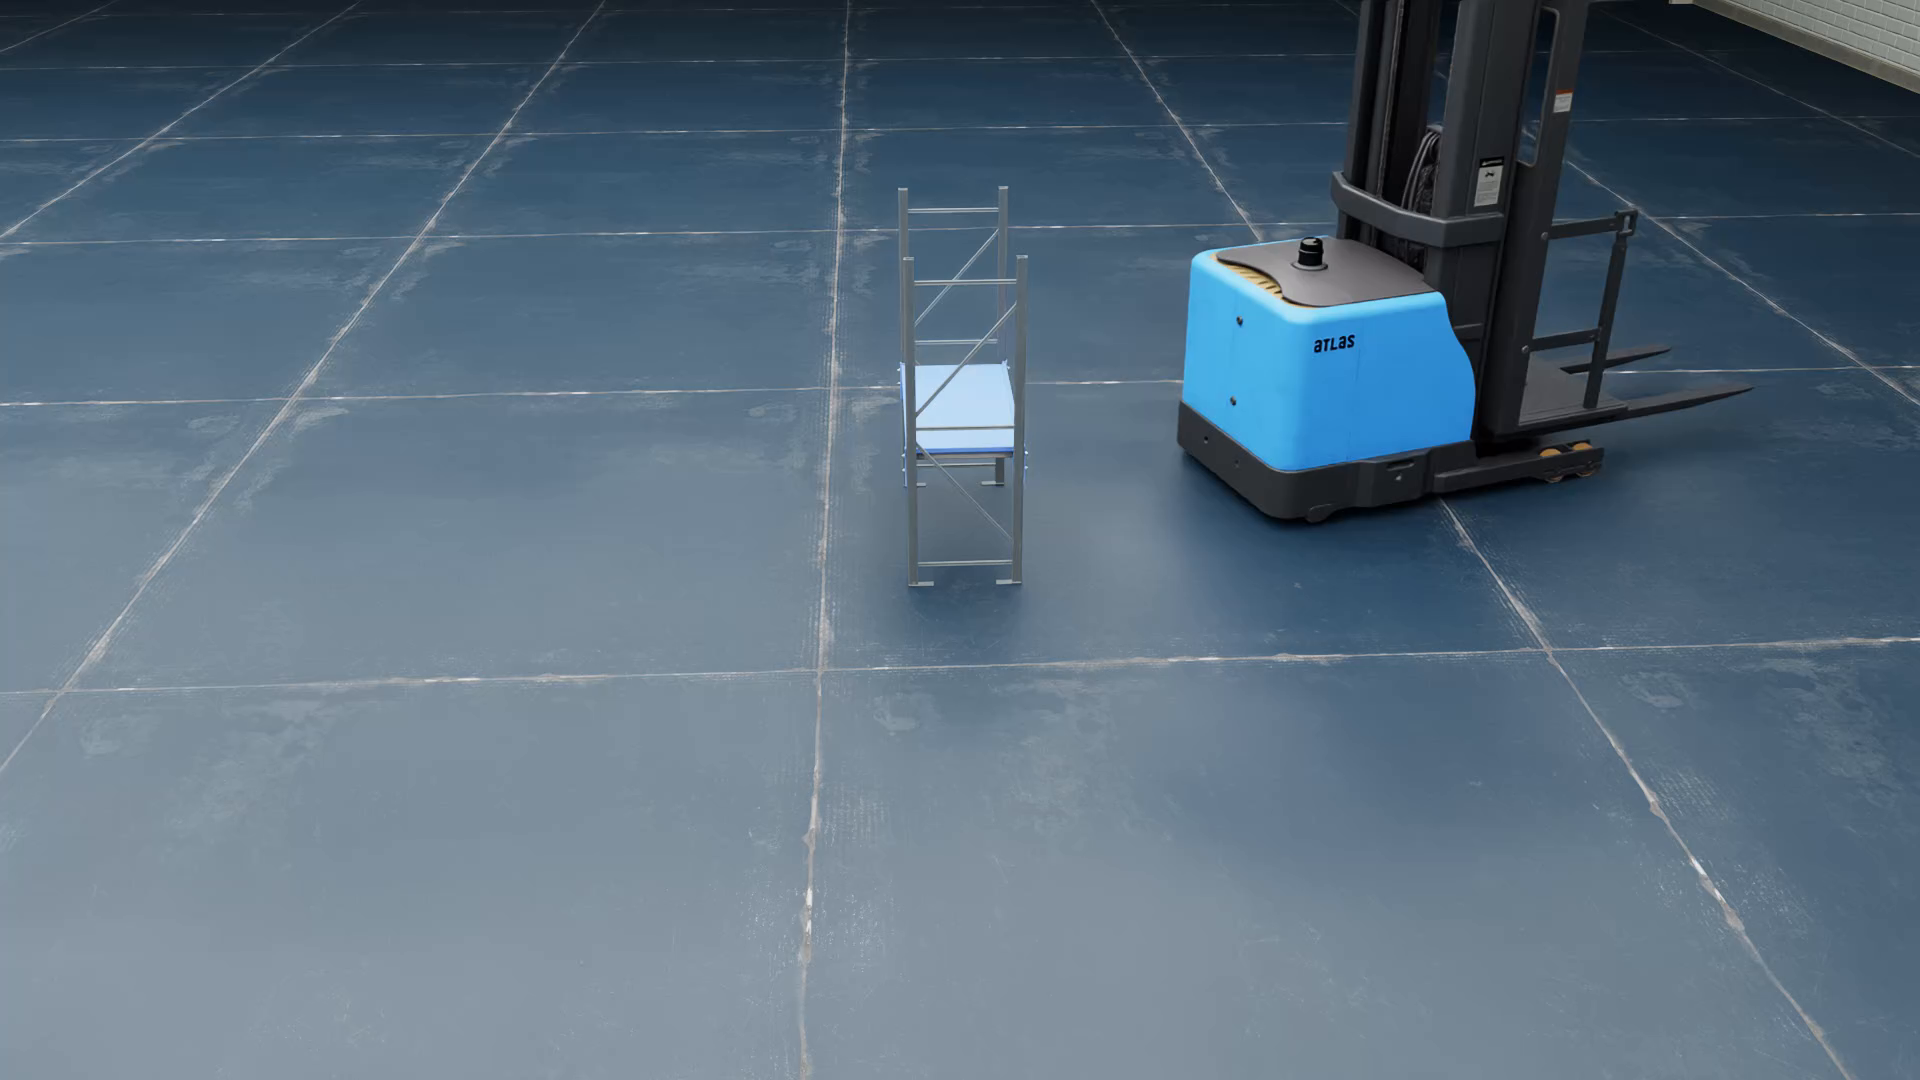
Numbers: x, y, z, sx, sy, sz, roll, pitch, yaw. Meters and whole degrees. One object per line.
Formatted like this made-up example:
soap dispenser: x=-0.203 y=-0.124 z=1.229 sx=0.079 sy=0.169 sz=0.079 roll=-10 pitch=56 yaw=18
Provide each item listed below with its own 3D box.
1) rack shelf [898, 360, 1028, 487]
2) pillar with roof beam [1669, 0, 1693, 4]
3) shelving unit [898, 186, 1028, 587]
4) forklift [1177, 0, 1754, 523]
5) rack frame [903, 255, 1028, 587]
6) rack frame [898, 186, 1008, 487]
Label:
rack shelf: x=-0.004 y=-0.545 z=7.562 sx=0.538 sy=0.185 sz=1.000 roll=-1 pitch=28 yaw=-3
pillar with roof beam: x=4.520 y=-10.532 z=18.211 sx=9.100 sy=9.000 sz=0.400 roll=-1 pitch=28 yaw=-3
shelving unit: x=-0.004 y=-0.704 z=7.479 sx=0.538 sy=1.500 sz=1.048 roll=-1 pitch=28 yaw=-3
forklift: x=2.686 y=-1.801 z=8.034 sx=3.031 sy=2.935 sz=1.130 roll=-10 pitch=29 yaw=-19
rack frame: x=0.022 y=-0.470 z=7.029 sx=0.500 sy=1.500 sz=0.032 roll=-1 pitch=28 yaw=-3
rack frame: x=-0.031 y=-0.939 z=7.929 sx=0.500 sy=1.500 sz=0.032 roll=-1 pitch=28 yaw=-3
